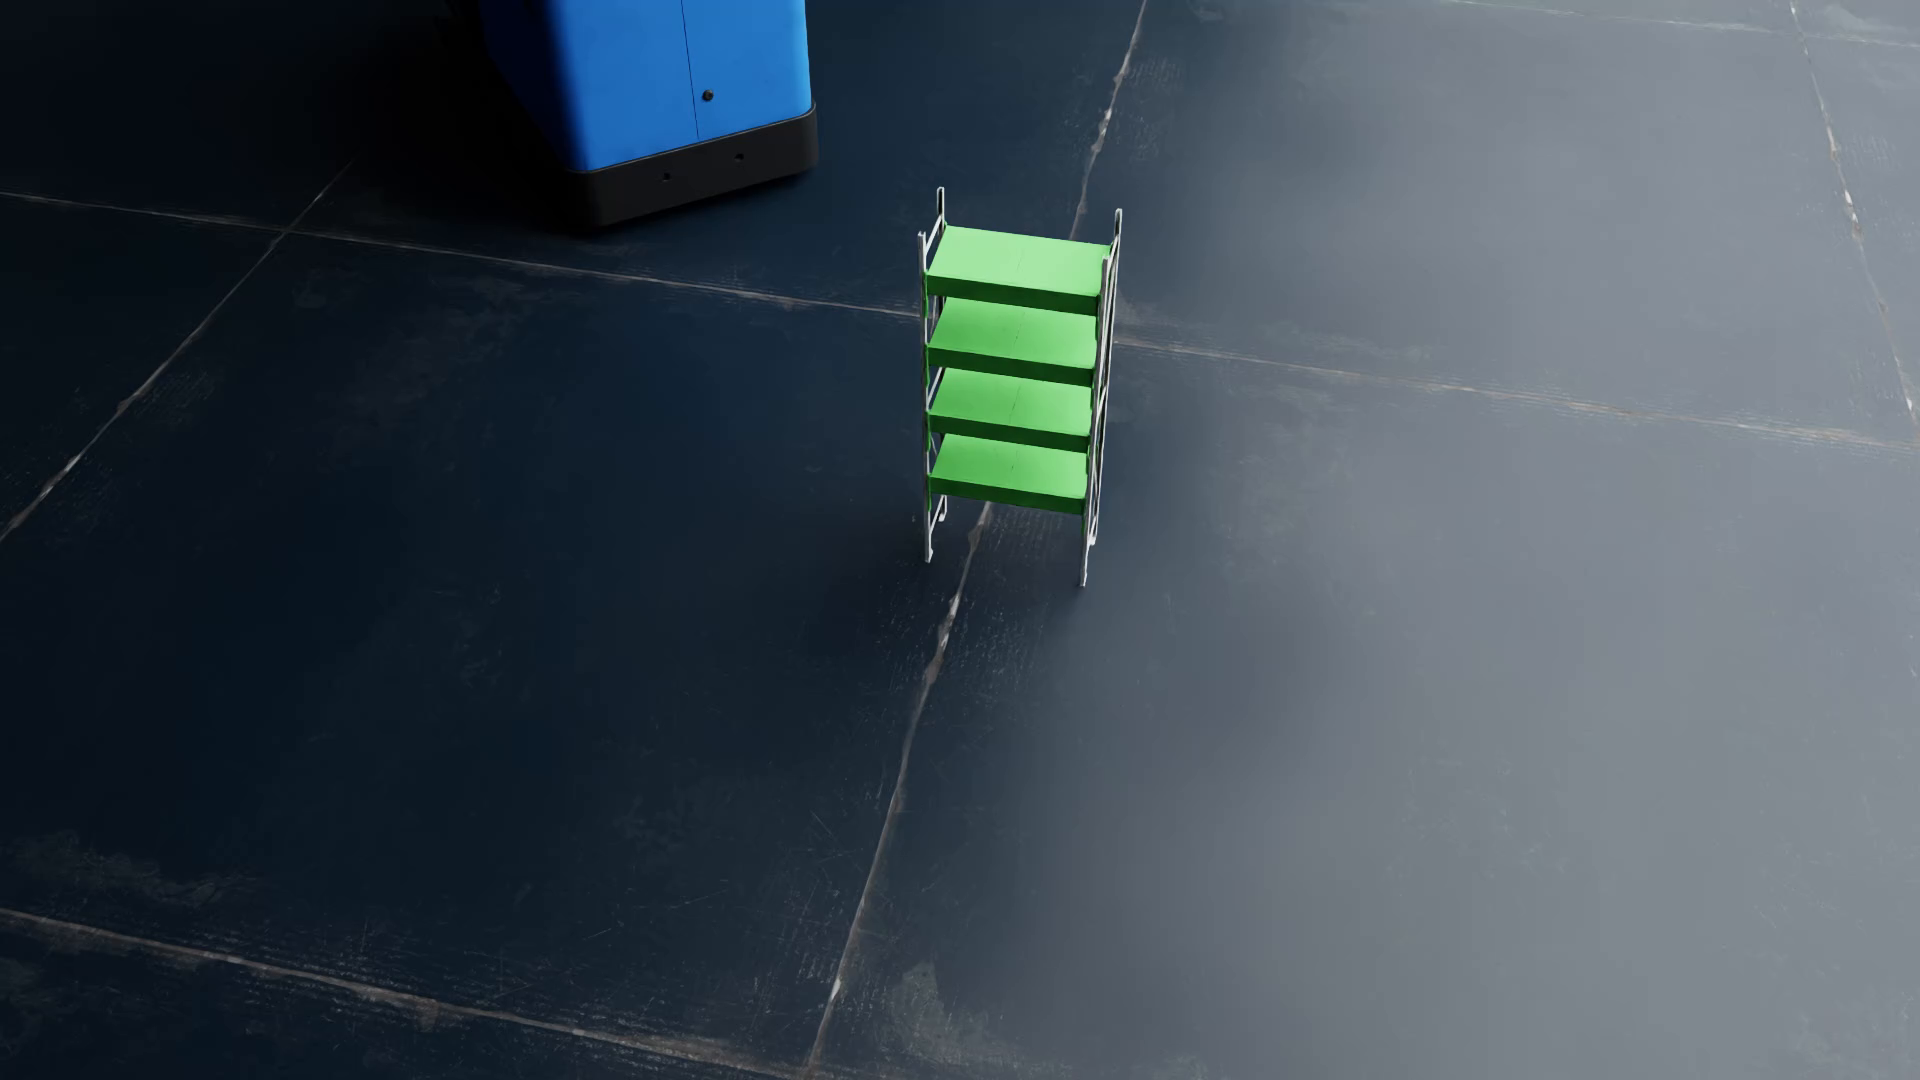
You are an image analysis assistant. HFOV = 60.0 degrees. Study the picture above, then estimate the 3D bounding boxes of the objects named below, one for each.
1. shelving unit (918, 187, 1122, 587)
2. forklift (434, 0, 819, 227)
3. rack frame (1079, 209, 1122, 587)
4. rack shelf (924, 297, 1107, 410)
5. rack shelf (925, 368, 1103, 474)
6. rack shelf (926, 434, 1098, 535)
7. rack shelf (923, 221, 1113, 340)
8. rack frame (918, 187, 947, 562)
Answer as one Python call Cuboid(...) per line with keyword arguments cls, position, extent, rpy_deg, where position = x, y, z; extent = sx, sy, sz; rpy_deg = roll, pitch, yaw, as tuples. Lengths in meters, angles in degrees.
Cuboid(cls="shelving unit", position=(0.162, -0.407, 4.808), extent=(0.503, 1.200, 0.258), rpy_deg=(9, 45, 9))
Cuboid(cls="forklift", position=(-1.711, -3.277, 6.541), extent=(1.130, 2.935, 3.031), rpy_deg=(-20, 47, -20))
Cuboid(cls="rack frame", position=(0.400, -0.370, 4.769), extent=(0.015, 1.200, 0.240), rpy_deg=(9, 45, 9))
Cuboid(cls="rack shelf", position=(0.162, -0.534, 4.686), extent=(0.480, 0.148, 0.258), rpy_deg=(9, 45, 9))
Cuboid(cls="rack shelf", position=(0.162, -0.361, 4.852), extent=(0.480, 0.148, 0.258), rpy_deg=(9, 45, 9))
Cuboid(cls="rack shelf", position=(0.162, -0.188, 5.019), extent=(0.480, 0.148, 0.258), rpy_deg=(9, 45, 9))
Cuboid(cls="rack shelf", position=(0.162, -0.707, 4.519), extent=(0.480, 0.148, 0.258), rpy_deg=(9, 45, 9))
Cuboid(cls="rack frame", position=(-0.077, -0.444, 4.846), extent=(0.015, 1.200, 0.240), rpy_deg=(9, 45, 9))
